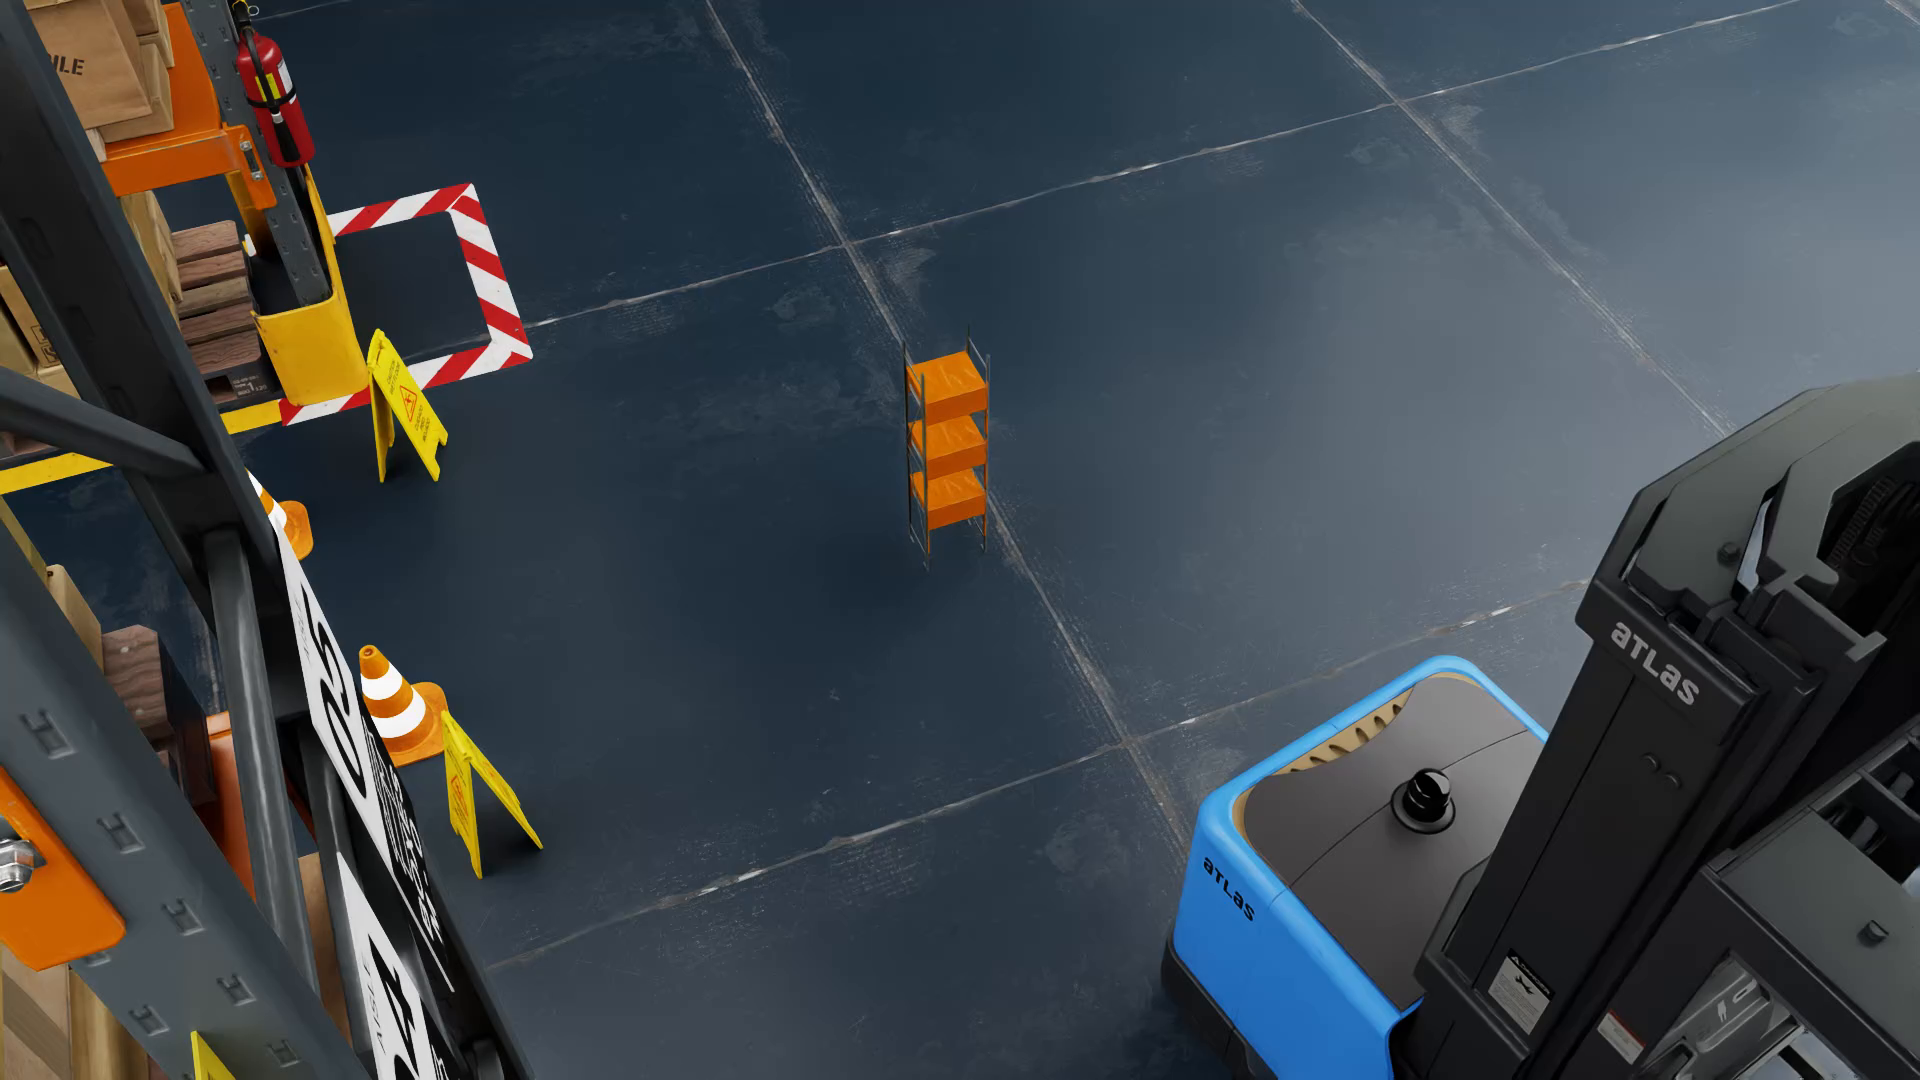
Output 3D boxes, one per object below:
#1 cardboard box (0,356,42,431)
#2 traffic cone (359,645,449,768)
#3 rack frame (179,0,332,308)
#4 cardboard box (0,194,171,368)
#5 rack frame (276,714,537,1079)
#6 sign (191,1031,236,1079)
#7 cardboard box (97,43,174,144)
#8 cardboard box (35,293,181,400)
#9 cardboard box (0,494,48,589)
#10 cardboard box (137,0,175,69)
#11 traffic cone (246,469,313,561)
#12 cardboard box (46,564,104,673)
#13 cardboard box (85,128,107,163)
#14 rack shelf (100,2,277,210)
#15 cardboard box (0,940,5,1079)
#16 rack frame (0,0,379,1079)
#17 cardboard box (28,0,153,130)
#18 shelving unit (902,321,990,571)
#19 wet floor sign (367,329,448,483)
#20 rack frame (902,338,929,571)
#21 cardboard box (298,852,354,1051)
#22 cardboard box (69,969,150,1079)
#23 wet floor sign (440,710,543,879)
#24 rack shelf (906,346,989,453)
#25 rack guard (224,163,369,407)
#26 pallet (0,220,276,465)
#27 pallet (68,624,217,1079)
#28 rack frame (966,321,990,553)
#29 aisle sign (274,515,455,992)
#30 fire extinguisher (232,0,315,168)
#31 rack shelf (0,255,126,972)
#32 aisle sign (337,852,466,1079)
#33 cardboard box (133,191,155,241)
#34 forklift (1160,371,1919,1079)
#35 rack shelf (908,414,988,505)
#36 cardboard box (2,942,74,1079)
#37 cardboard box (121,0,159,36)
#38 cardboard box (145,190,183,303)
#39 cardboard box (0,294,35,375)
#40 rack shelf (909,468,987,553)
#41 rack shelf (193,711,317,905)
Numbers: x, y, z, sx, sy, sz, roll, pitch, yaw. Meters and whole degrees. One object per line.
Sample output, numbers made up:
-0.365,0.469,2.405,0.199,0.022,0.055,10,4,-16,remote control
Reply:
-3.966,-0.688,6.740,0.500,0.250,0.500,-17,51,-14,cardboard box
-2.012,0.527,5.833,0.334,0.463,0.336,-17,52,-14,traffic cone
-2.836,-2.011,6.340,0.127,3.000,1.000,-17,52,-14,rack frame
-3.480,-1.083,6.585,0.500,0.500,0.500,-17,51,-14,cardboard box
-0.871,1.437,3.380,0.127,3.000,1.000,-17,52,-14,rack frame
-0.679,0.582,1.605,0.005,0.325,0.100,-17,52,-14,sign
-3.102,-1.672,6.215,0.250,0.149,0.380,-16,51,-13,cardboard box
-3.505,-0.824,6.857,0.500,0.250,0.500,-17,52,-14,cardboard box
-1.415,0.200,2.025,0.500,0.250,0.500,-17,52,-14,cardboard box
-3.229,-1.977,6.477,0.250,0.149,0.380,-17,51,-14,cardboard box
-2.747,-0.155,6.419,0.334,0.463,0.336,-17,52,-14,traffic cone
-1.310,0.245,2.249,0.250,0.149,0.380,-17,51,-14,cardboard box
-3.294,-1.521,6.085,0.250,0.149,0.380,-18,52,-15,cardboard box
-4.688,-1.203,6.121,4.000,0.370,1.077,-17,52,-14,rack shelf
-1.055,0.447,1.550,0.250,0.149,0.380,-17,51,-14,cardboard box
-0.871,-0.518,1.104,0.127,3.000,1.000,-17,52,-14,rack frame
-3.235,-1.791,5.890,0.500,0.500,0.500,-18,52,-15,cardboard box
-0.050,-0.327,6.179,0.252,1.050,0.215,-17,52,-14,shelving unit
-2.256,-0.547,6.635,0.232,0.644,0.267,-2,49,-1,wet floor sign
-0.162,-0.292,6.149,0.008,1.050,0.200,-17,52,-14,rack frame
-1.229,1.115,2.845,0.550,0.550,0.875,-17,52,-14,cardboard box
-1.051,0.705,1.854,0.250,0.149,0.380,-17,52,-14,cardboard box
-1.593,0.805,5.474,0.232,0.644,0.267,-26,54,-20,wet floor sign
-0.050,-0.505,5.972,0.240,0.259,0.215,-17,52,-14,rack shelf
-2.907,-1.175,7.270,0.348,0.500,1.175,-17,52,-14,rack guard
-3.672,-0.872,7.201,1.213,0.211,1.003,-17,52,-14,pallet
-1.554,0.708,2.086,1.213,0.211,1.003,-17,52,-14,pallet
0.063,-0.362,6.209,0.008,1.050,0.200,-17,52,-14,rack frame
-0.919,0.359,2.592,0.004,0.787,0.394,-17,52,-14,aisle sign
-2.556,-1.695,6.120,0.183,0.674,0.296,-17,52,-14,fire extinguisher
-2.723,0.420,1.036,4.000,0.370,1.077,-17,52,-14,rack shelf
-0.692,0.780,2.230,0.004,0.787,0.394,-17,52,-14,aisle sign
-3.710,-1.452,6.902,0.500,0.500,0.500,-19,52,-15,cardboard box
1.878,1.193,3.634,1.130,2.935,3.031,-27,55,-21,forklift
-0.050,-0.320,6.187,0.240,0.259,0.215,-17,52,-14,rack shelf
-1.219,0.579,1.700,0.500,0.250,0.500,-17,51,-14,cardboard box
-3.380,-2.199,6.240,0.500,0.500,0.500,-18,52,-15,cardboard box
-3.688,-1.215,7.192,0.500,0.250,0.500,-18,52,-15,cardboard box
-3.961,-0.931,6.455,0.500,0.500,0.500,-15,51,-13,cardboard box
-0.050,-0.139,6.398,0.240,0.259,0.215,-17,52,-14,rack shelf
-2.723,1.267,2.022,4.000,0.370,1.077,-17,52,-14,rack shelf
